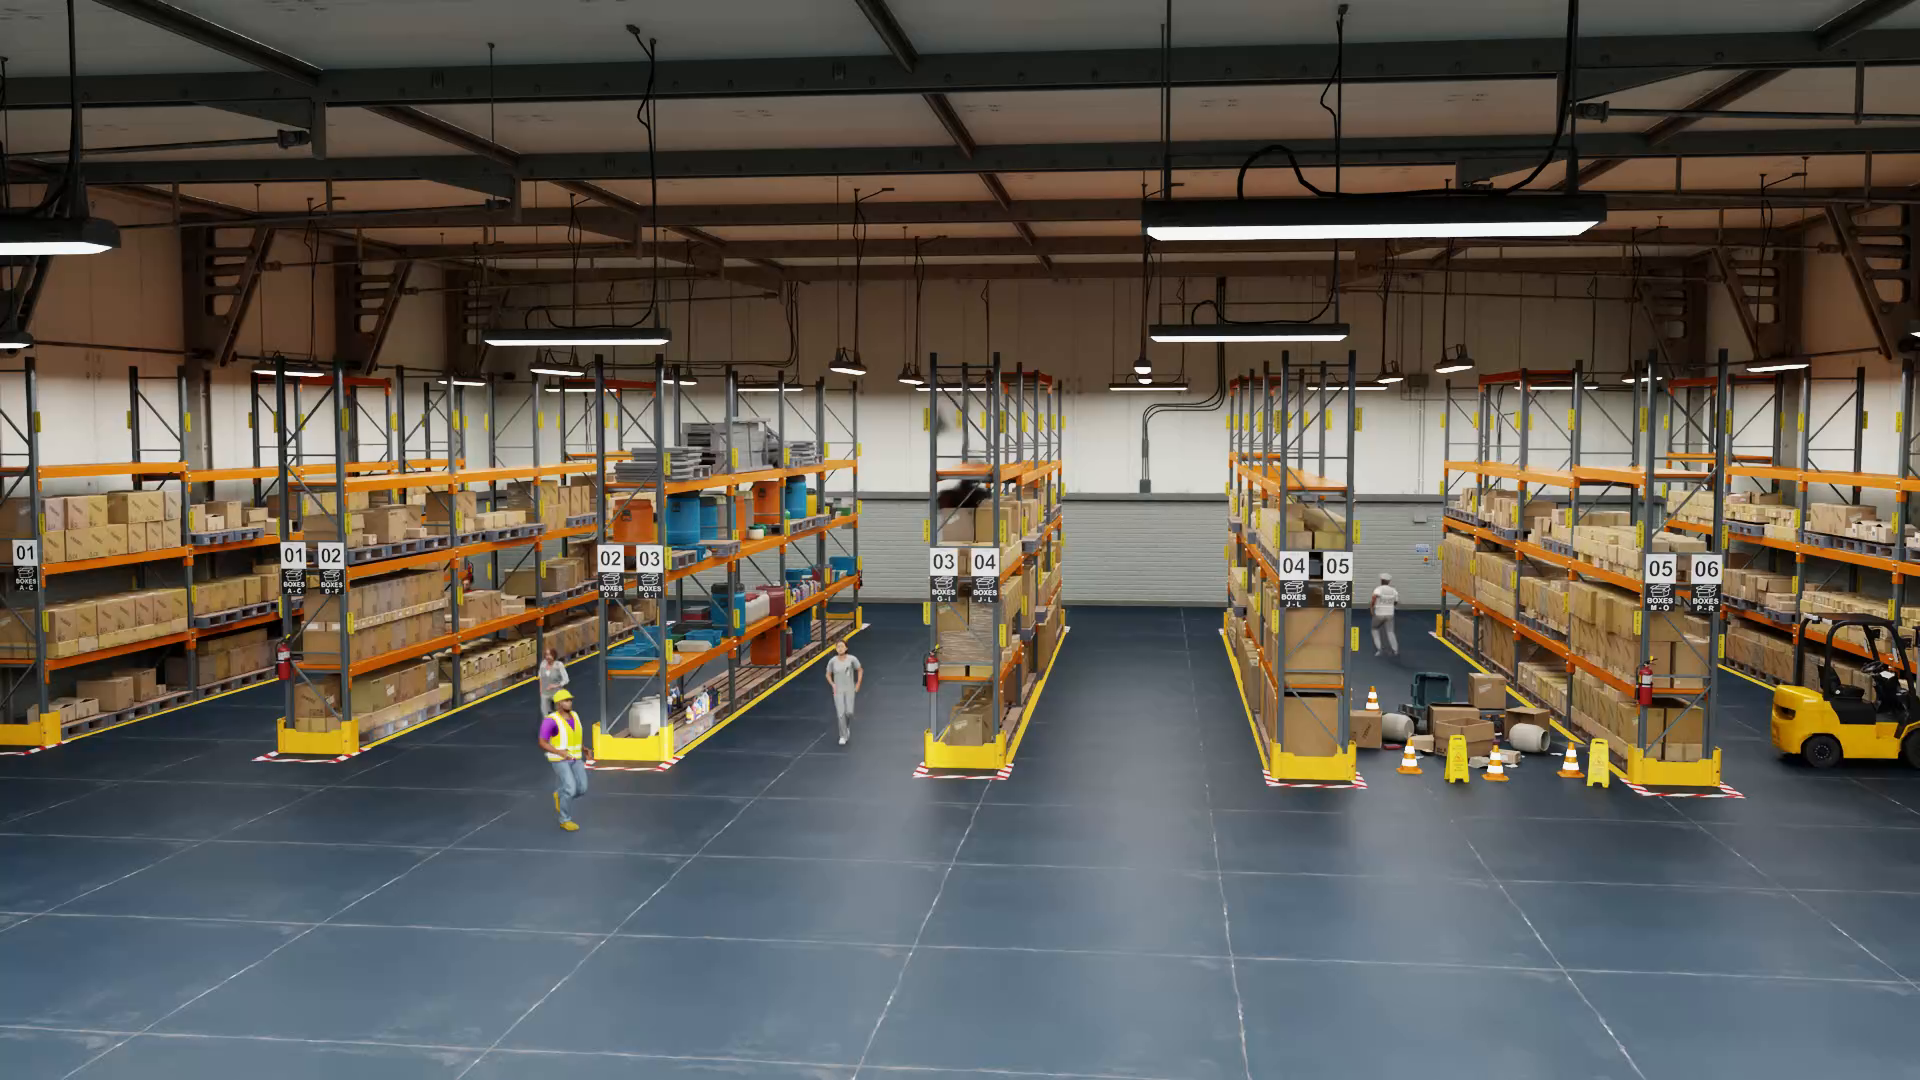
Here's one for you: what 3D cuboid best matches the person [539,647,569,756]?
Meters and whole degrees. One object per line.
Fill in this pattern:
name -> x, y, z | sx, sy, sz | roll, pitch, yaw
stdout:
person -> -6.215, 2.420, 25.452 | 0.504, 1.604, 1.022 | 0, 4, -3

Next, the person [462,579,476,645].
person -> -10.355, 1.675, 35.061 | 0.651, 1.709, 0.838 | 0, 4, 1

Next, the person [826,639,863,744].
person -> -1.805, 2.363, 25.850 | 0.576, 1.630, 0.507 | 0, 4, -1

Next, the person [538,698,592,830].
person -> -4.874, 2.719, 20.501 | 0.588, 1.683, 0.703 | 3, 5, 33

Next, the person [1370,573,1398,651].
person -> 9.004, 1.529, 35.347 | 0.672, 1.629, 0.877 | 0, 4, -4
